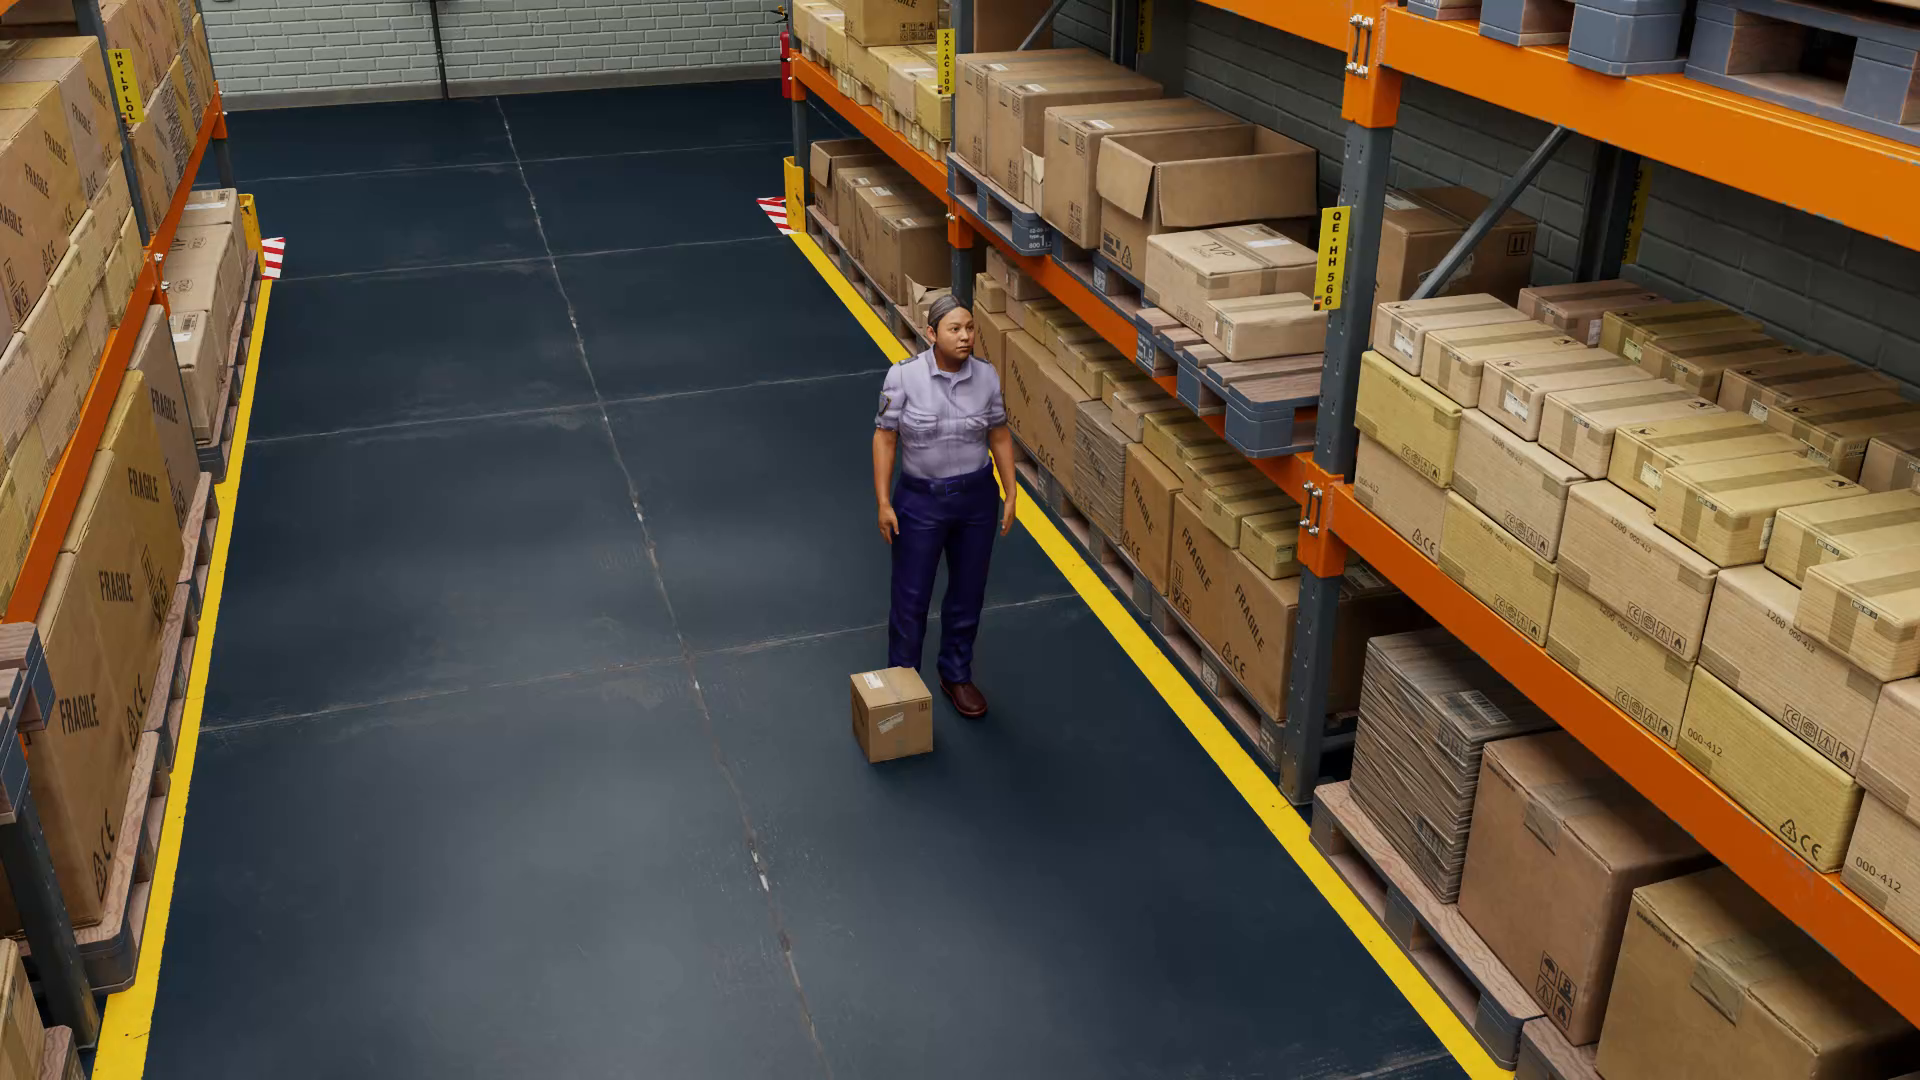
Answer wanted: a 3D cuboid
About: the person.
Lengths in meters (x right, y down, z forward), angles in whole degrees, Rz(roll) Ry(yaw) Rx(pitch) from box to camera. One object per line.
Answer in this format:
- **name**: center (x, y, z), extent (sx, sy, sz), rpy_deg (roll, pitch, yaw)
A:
- **person**: center (-0.044, -0.083, 6.276), extent (0.599, 1.650, 0.503), rpy_deg (-8, 28, -16)
